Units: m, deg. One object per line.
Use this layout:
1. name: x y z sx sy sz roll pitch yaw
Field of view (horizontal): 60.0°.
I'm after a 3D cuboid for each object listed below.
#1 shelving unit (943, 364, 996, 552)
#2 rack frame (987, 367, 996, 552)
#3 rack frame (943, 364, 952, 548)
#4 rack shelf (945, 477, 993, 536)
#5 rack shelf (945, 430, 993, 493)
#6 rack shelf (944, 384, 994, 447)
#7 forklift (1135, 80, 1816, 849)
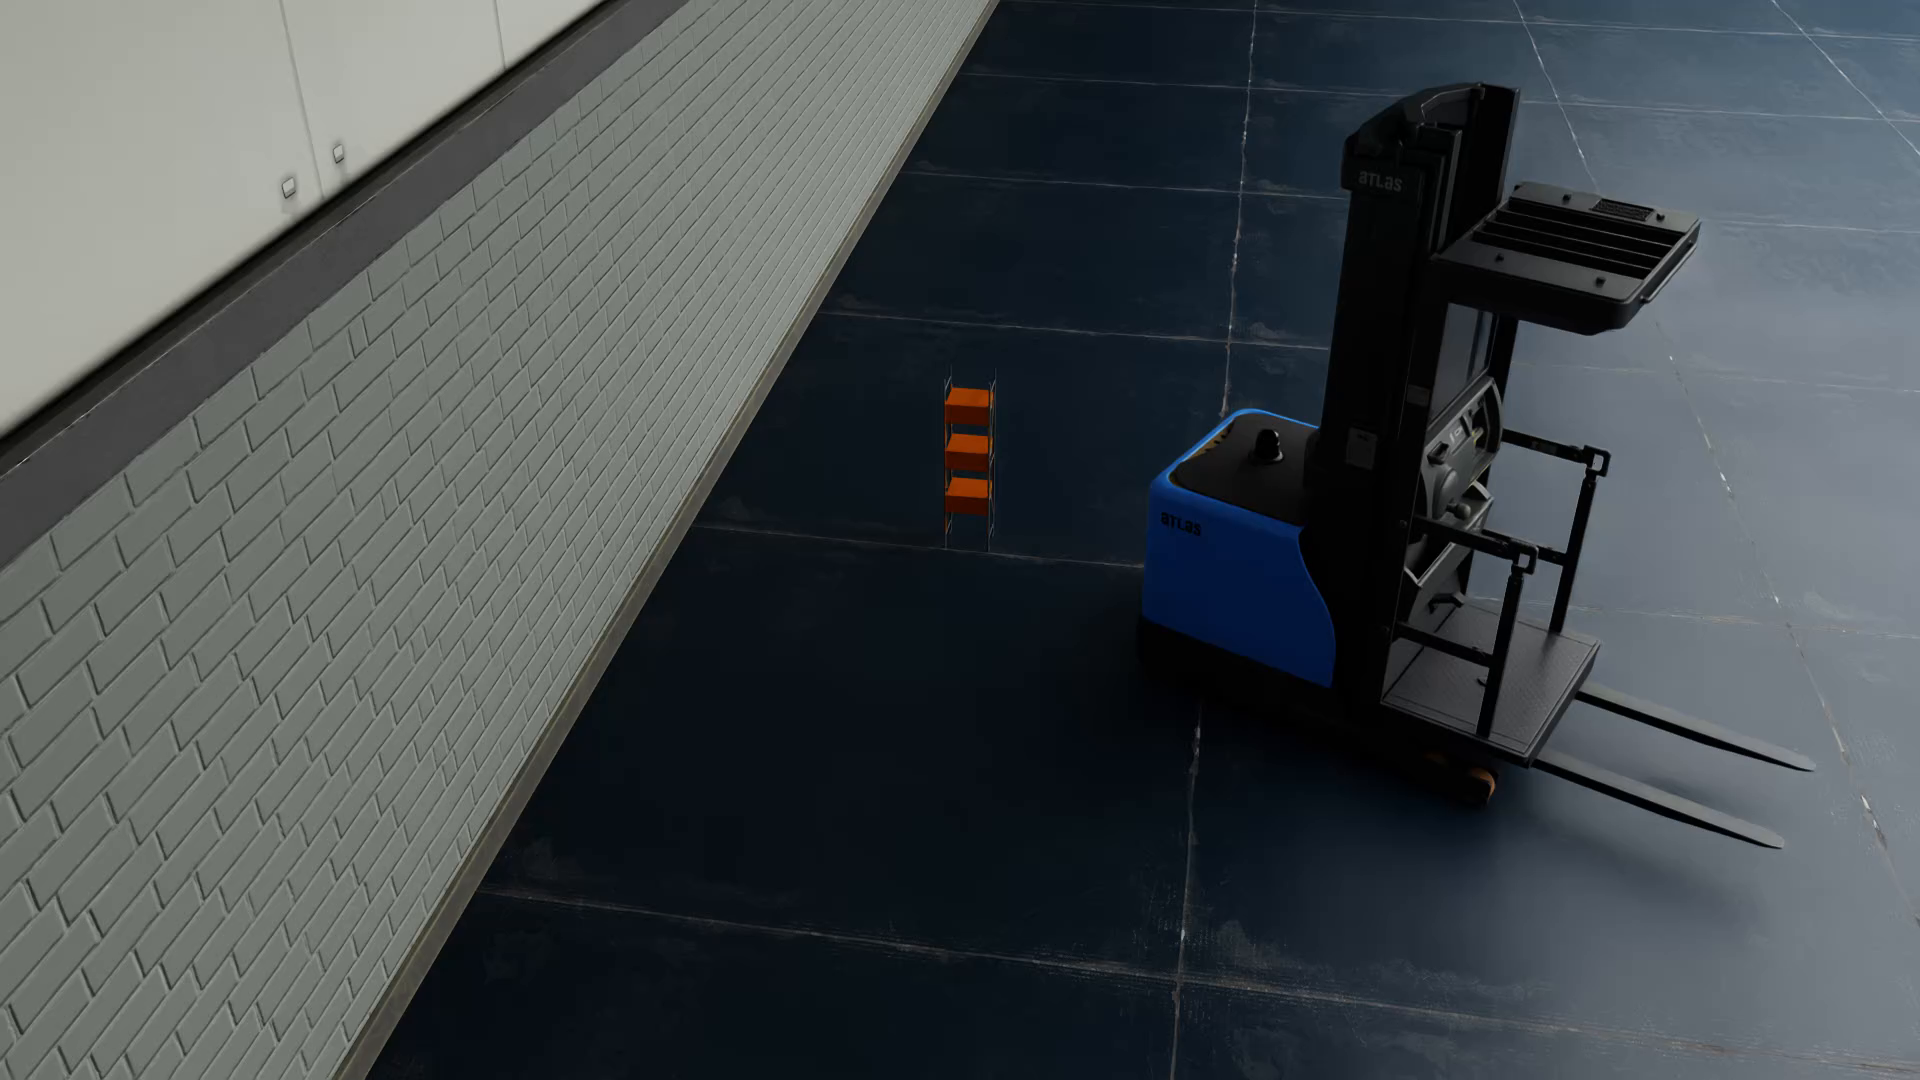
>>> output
1. shelving unit: 0.053 -0.440 9.138 0.252 1.050 0.215 5 32 8
2. rack frame: 0.173 -0.429 9.120 0.008 1.050 0.200 5 32 8
3. rack frame: -0.068 -0.451 9.155 0.008 1.050 0.200 5 32 8
4. rack shelf: 0.053 -0.196 9.291 0.240 0.259 0.215 5 32 8
5. rack shelf: 0.053 -0.431 9.143 0.240 0.259 0.215 5 32 8
6. rack shelf: 0.053 -0.672 8.993 0.240 0.259 0.215 5 32 8
7. forklift: 2.385 -0.369 7.252 3.031 2.935 1.130 20 37 29
